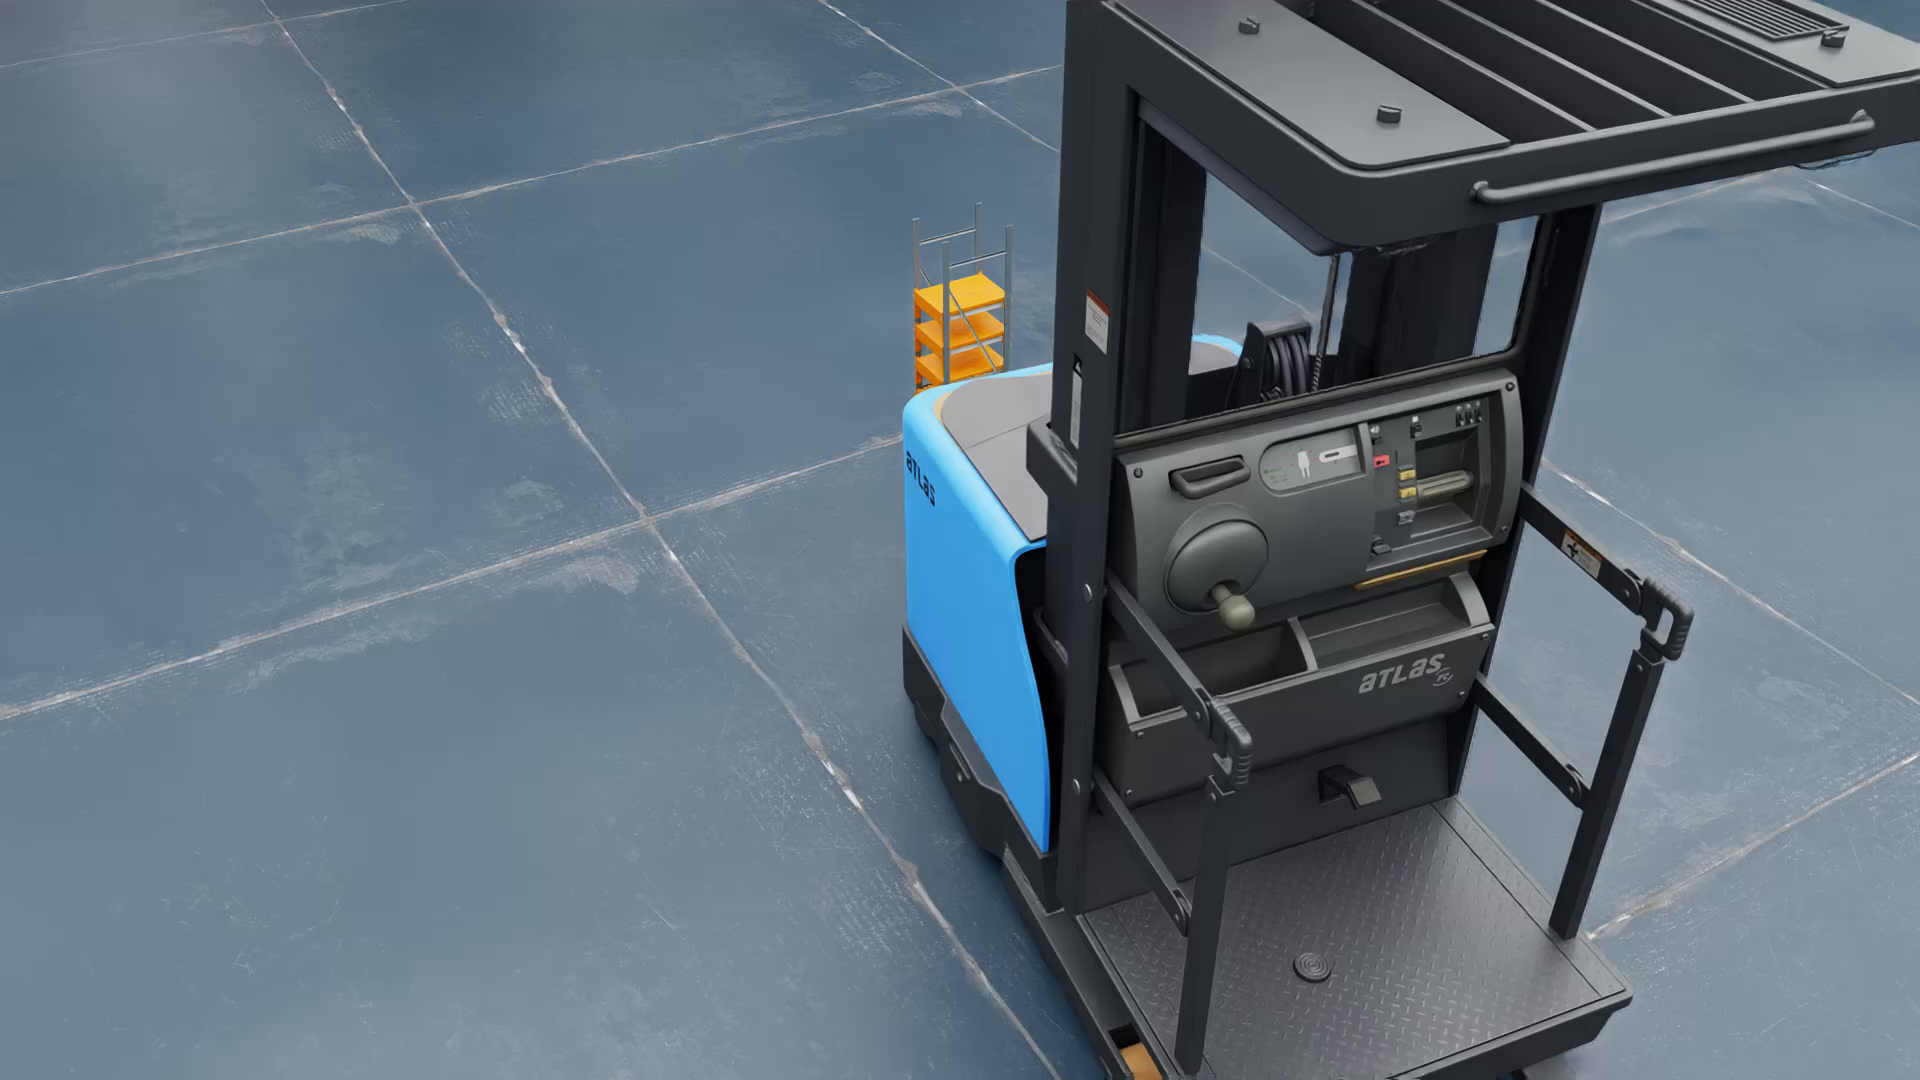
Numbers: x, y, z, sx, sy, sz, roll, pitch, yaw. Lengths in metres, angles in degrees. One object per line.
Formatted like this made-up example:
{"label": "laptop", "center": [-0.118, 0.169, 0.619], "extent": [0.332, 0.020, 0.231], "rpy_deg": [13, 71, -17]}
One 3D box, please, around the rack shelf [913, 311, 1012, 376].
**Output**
{"label": "rack shelf", "center": [0.007, -0.635, 5.271], "extent": [0.258, 0.103, 0.180], "rpy_deg": [-19, 40, -24]}

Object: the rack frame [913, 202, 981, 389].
{"label": "rack frame", "center": [-0.039, -0.524, 5.450], "extent": [0.240, 1.200, 0.006], "rpy_deg": [-19, 40, -24]}

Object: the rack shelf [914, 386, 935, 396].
{"label": "rack shelf", "center": [0.007, -0.441, 5.412], "extent": [0.258, 0.103, 0.180], "rpy_deg": [-19, 40, -24]}

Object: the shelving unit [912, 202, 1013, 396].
{"label": "shelving unit", "center": [0.007, -0.477, 5.386], "extent": [0.258, 1.200, 0.189], "rpy_deg": [-19, 40, -24]}

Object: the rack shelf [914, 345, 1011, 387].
{"label": "rack shelf", "center": [0.007, -0.538, 5.341], "extent": [0.258, 0.103, 0.180], "rpy_deg": [-19, 40, -24]}

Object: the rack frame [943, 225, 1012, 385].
{"label": "rack frame", "center": [0.053, -0.430, 5.322], "extent": [0.240, 1.200, 0.006], "rpy_deg": [-19, 40, -24]}

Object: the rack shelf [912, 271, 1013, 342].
{"label": "rack shelf", "center": [0.007, -0.732, 5.200], "extent": [0.258, 0.103, 0.180], "rpy_deg": [-19, 40, -24]}

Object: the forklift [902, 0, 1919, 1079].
{"label": "forklift", "center": [0.849, -0.015, 3.285], "extent": [1.130, 2.935, 3.031], "rpy_deg": [-13, 38, -18]}
